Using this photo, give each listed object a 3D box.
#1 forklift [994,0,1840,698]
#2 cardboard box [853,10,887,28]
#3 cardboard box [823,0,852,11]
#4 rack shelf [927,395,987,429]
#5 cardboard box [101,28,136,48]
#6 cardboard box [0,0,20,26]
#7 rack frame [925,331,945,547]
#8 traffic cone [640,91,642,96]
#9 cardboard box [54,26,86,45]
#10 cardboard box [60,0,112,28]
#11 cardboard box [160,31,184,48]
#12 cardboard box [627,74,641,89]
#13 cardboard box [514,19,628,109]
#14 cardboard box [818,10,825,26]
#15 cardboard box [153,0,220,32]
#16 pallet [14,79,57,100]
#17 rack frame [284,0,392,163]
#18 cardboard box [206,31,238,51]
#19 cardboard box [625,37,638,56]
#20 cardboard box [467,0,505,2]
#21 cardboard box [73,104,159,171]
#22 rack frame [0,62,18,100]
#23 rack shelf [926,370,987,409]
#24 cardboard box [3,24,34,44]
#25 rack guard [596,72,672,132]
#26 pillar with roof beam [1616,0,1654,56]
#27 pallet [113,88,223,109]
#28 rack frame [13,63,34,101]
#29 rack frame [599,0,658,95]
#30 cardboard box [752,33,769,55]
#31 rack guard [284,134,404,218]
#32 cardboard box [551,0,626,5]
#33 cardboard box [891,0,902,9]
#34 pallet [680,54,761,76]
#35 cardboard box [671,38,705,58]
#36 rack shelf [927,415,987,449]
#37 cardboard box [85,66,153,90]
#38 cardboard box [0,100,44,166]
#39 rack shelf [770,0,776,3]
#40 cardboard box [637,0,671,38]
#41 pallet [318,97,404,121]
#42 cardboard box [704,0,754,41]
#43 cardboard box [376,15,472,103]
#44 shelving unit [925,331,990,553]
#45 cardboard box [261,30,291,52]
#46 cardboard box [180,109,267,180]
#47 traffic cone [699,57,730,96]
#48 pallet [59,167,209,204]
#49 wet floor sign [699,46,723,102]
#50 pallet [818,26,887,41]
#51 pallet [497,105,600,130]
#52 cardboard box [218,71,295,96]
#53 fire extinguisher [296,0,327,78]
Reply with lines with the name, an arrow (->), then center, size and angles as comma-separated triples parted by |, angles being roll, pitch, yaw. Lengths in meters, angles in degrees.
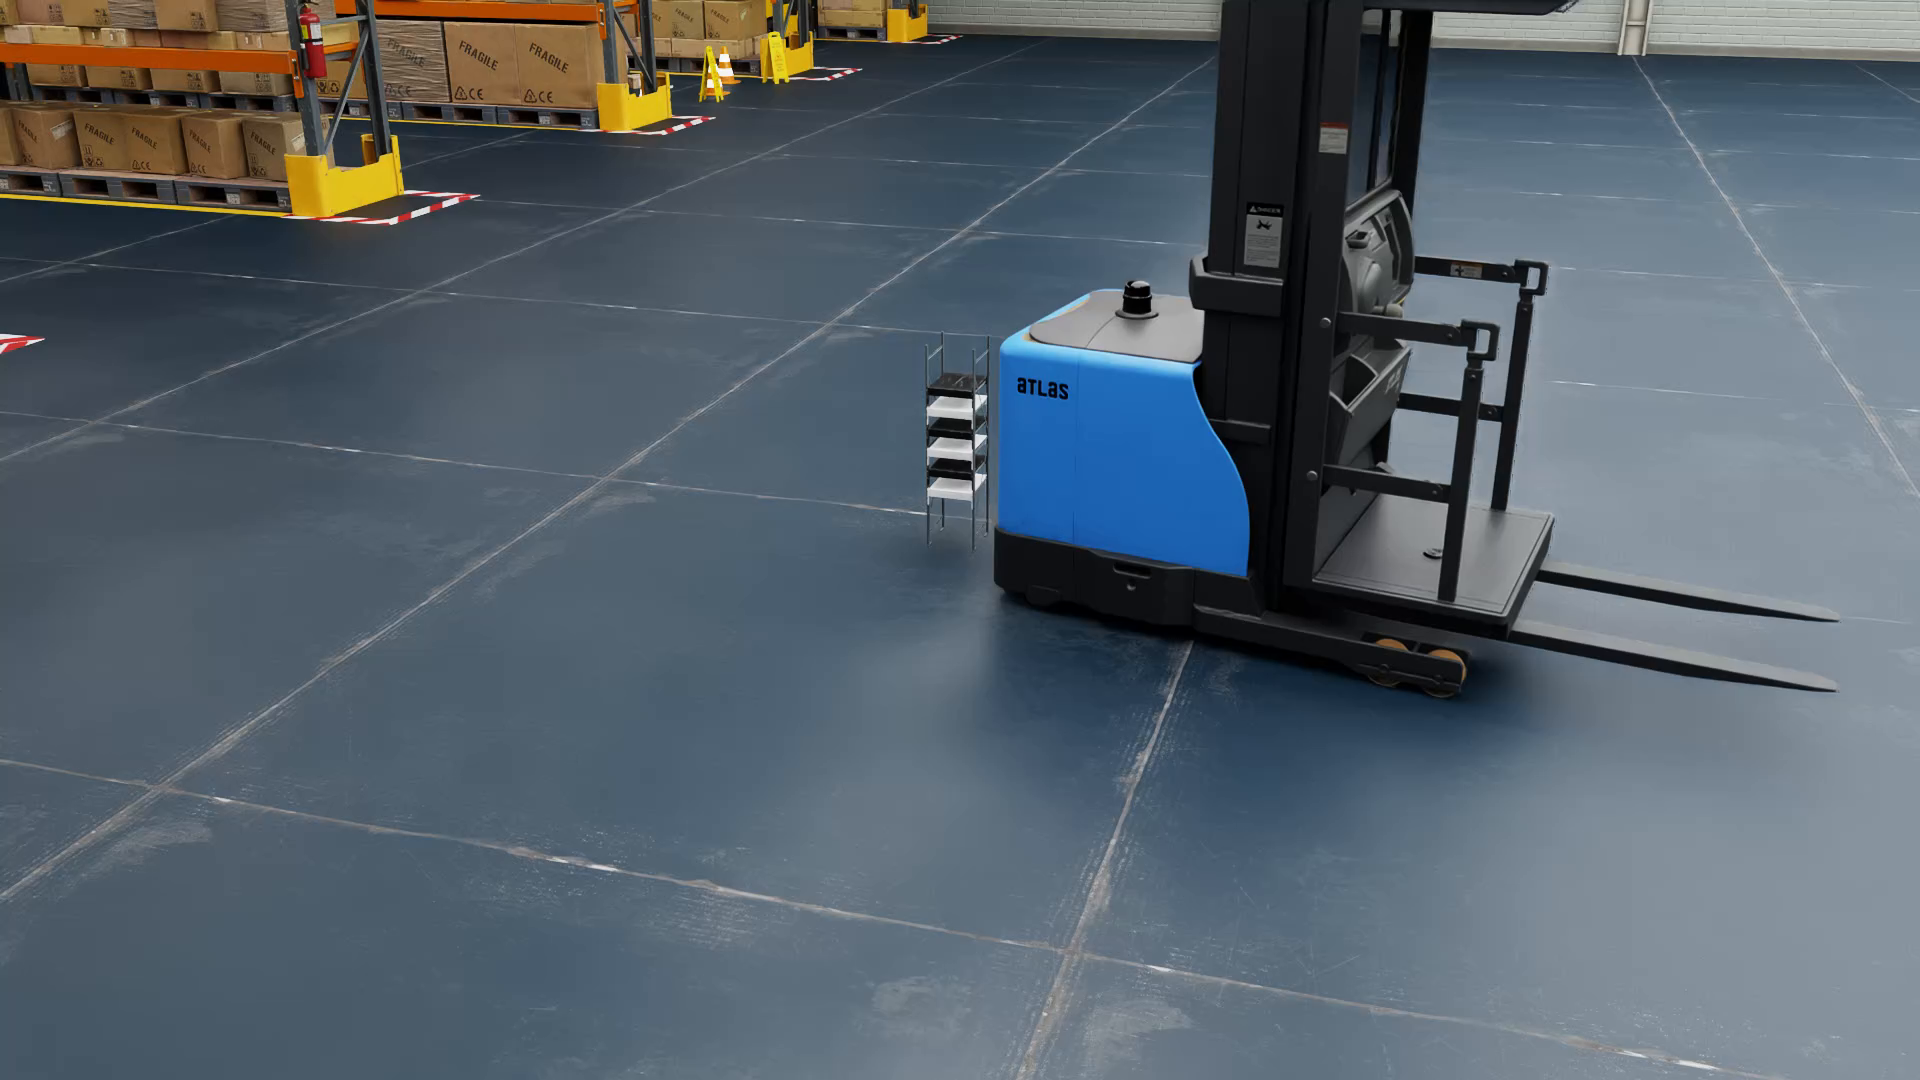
forklift -> 1.687, -1.027, 5.911 | 3.031, 2.935, 1.130 | 11, 25, 25
cardboard box -> -1.430, -8.540, 27.207 | 0.500, 0.250, 0.500 | 7, 23, 16
cardboard box -> -1.923, -8.833, 27.263 | 0.500, 0.250, 0.500 | 6, 23, 15
rack shelf -> -0.008, -0.553, 7.046 | 0.200, 0.077, 0.258 | 7, 23, 15
cardboard box -> -6.981, -4.243, 13.993 | 0.250, 0.149, 0.380 | 7, 23, 16
cardboard box -> -8.130, -4.760, 14.398 | 0.500, 0.500, 0.875 | 7, 23, 16
rack frame -> -0.105, -0.428, 7.129 | 0.006, 0.900, 0.240 | 7, 23, 16
traffic cone -> -3.751, -5.468, 19.992 | 0.334, 0.463, 0.336 | 7, 23, 16
cardboard box -> -7.453, -4.307, 14.148 | 0.250, 0.149, 0.380 | 7, 23, 16
cardboard box -> -7.156, -4.672, 14.183 | 0.500, 0.500, 0.875 | 7, 23, 16
cardboard box -> -6.470, -4.229, 13.958 | 0.250, 0.149, 0.380 | 7, 23, 16
cardboard box -> -4.157, -5.968, 21.624 | 0.380, 0.149, 0.250 | -20, 29, -39
cardboard box -> -4.321, -5.330, 18.557 | 0.875, 0.875, 0.875 | 7, 23, 16
cardboard box -> -2.380, -8.656, 27.490 | 0.500, 0.250, 0.500 | 7, 23, 16
cardboard box -> -6.214, -4.542, 13.867 | 0.500, 0.500, 0.875 | 7, 23, 16
pallet -> -12.059, -5.741, 20.988 | 1.213, 0.211, 1.003 | 7, 23, 16
rack frame -> -5.182, -4.277, 13.744 | 0.127, 3.000, 1.000 | 7, 23, 16
cardboard box -> -6.008, -4.153, 13.774 | 0.250, 0.149, 0.380 | 7, 23, 16
cardboard box -> -4.639, -6.964, 23.364 | 0.500, 0.250, 0.500 | 6, 23, 15
cardboard box -> -5.054, -6.321, 18.530 | 0.550, 0.550, 0.875 | 7, 23, 16
cardboard box -> -7.473, -3.595, 14.823 | 0.500, 0.500, 0.500 | 4, 23, 11
rack frame -> -9.012, -4.715, 14.813 | 0.127, 3.000, 1.000 | 7, 23, 16
rack shelf -> -0.008, -0.636, 7.012 | 0.200, 0.077, 0.258 | 7, 23, 15
cardboard box -> -7.940, -4.351, 14.255 | 0.250, 0.149, 0.380 | 7, 23, 16
rack guard -> -3.630, -4.909, 18.578 | 0.348, 0.500, 1.175 | 7, 23, 16
pillar with roof beam -> 8.949, -9.981, 19.745 | 0.400, 9.000, 9.100 | 7, 23, 16
pallet -> -9.414, -5.407, 20.172 | 1.213, 0.211, 1.003 | 7, 23, 16
rack frame -> -11.312, -6.945, 20.248 | 0.127, 3.000, 1.000 | 7, 23, 16
rack frame -> -3.653, -6.068, 18.110 | 0.127, 3.000, 1.000 | 7, 23, 16
cardboard box -> -3.012, -6.989, 23.425 | 0.500, 0.250, 0.500 | 6, 23, 15
rack guard -> -5.255, -3.129, 14.239 | 0.348, 0.500, 1.175 | 7, 23, 16
cardboard box -> -4.021, -6.162, 18.141 | 0.550, 0.550, 0.875 | 7, 23, 16
cardboard box -> -1.279, -8.962, 27.576 | 0.500, 0.250, 0.500 | 7, 23, 16
pallet -> -3.160, -6.698, 23.320 | 1.213, 0.211, 1.003 | 7, 23, 16
cardboard box -> -3.665, -6.850, 23.087 | 0.500, 0.250, 0.500 | 7, 23, 16
rack shelf -> -0.008, -0.470, 7.080 | 0.200, 0.077, 0.258 | 7, 23, 15
cardboard box -> -9.917, -5.904, 20.123 | 0.750, 0.750, 1.050 | 7, 23, 16
cardboard box -> -8.640, -3.695, 15.065 | 0.500, 0.500, 0.500 | 6, 23, 14
rack shelf -> -4.234, -7.764, 23.193 | 4.000, 0.370, 1.077 | 7, 23, 16
cardboard box -> -4.144, -7.254, 23.082 | 0.500, 0.500, 0.500 | 6, 23, 14
pallet -> -6.777, -5.105, 19.436 | 1.213, 0.211, 1.003 | 7, 23, 15
cardboard box -> -3.162, -7.140, 22.805 | 0.500, 0.500, 0.500 | 7, 23, 16
cardboard box -> -6.036, -5.526, 19.035 | 0.875, 0.875, 0.875 | 7, 23, 16
shelving unit -> -0.008, -0.417, 7.101 | 0.210, 0.900, 0.258 | 7, 23, 16
cardboard box -> -5.515, -4.117, 13.685 | 0.250, 0.149, 0.380 | 7, 23, 16
cardboard box -> -6.357, -3.442, 14.450 | 0.500, 0.500, 0.500 | 13, 26, 29
traffic cone -> -3.099, -5.842, 20.902 | 0.334, 0.463, 0.336 | 7, 23, 16
pallet -> -7.187, -3.231, 14.870 | 1.213, 0.211, 1.003 | 7, 23, 16
wet floor sign -> -3.053, -5.695, 20.303 | 0.232, 0.644, 0.267 | 3, 22, 6
pallet -> -1.633, -8.460, 27.616 | 1.213, 0.211, 1.003 | 7, 23, 16
pallet -> -4.441, -4.837, 18.784 | 1.213, 0.211, 1.003 | 7, 23, 15
cardboard box -> -8.102, -5.695, 19.613 | 0.750, 0.750, 1.050 | 6, 23, 15
fire extinguisher -> -5.206, -4.061, 13.320 | 0.183, 0.674, 0.296 | 7, 23, 16
